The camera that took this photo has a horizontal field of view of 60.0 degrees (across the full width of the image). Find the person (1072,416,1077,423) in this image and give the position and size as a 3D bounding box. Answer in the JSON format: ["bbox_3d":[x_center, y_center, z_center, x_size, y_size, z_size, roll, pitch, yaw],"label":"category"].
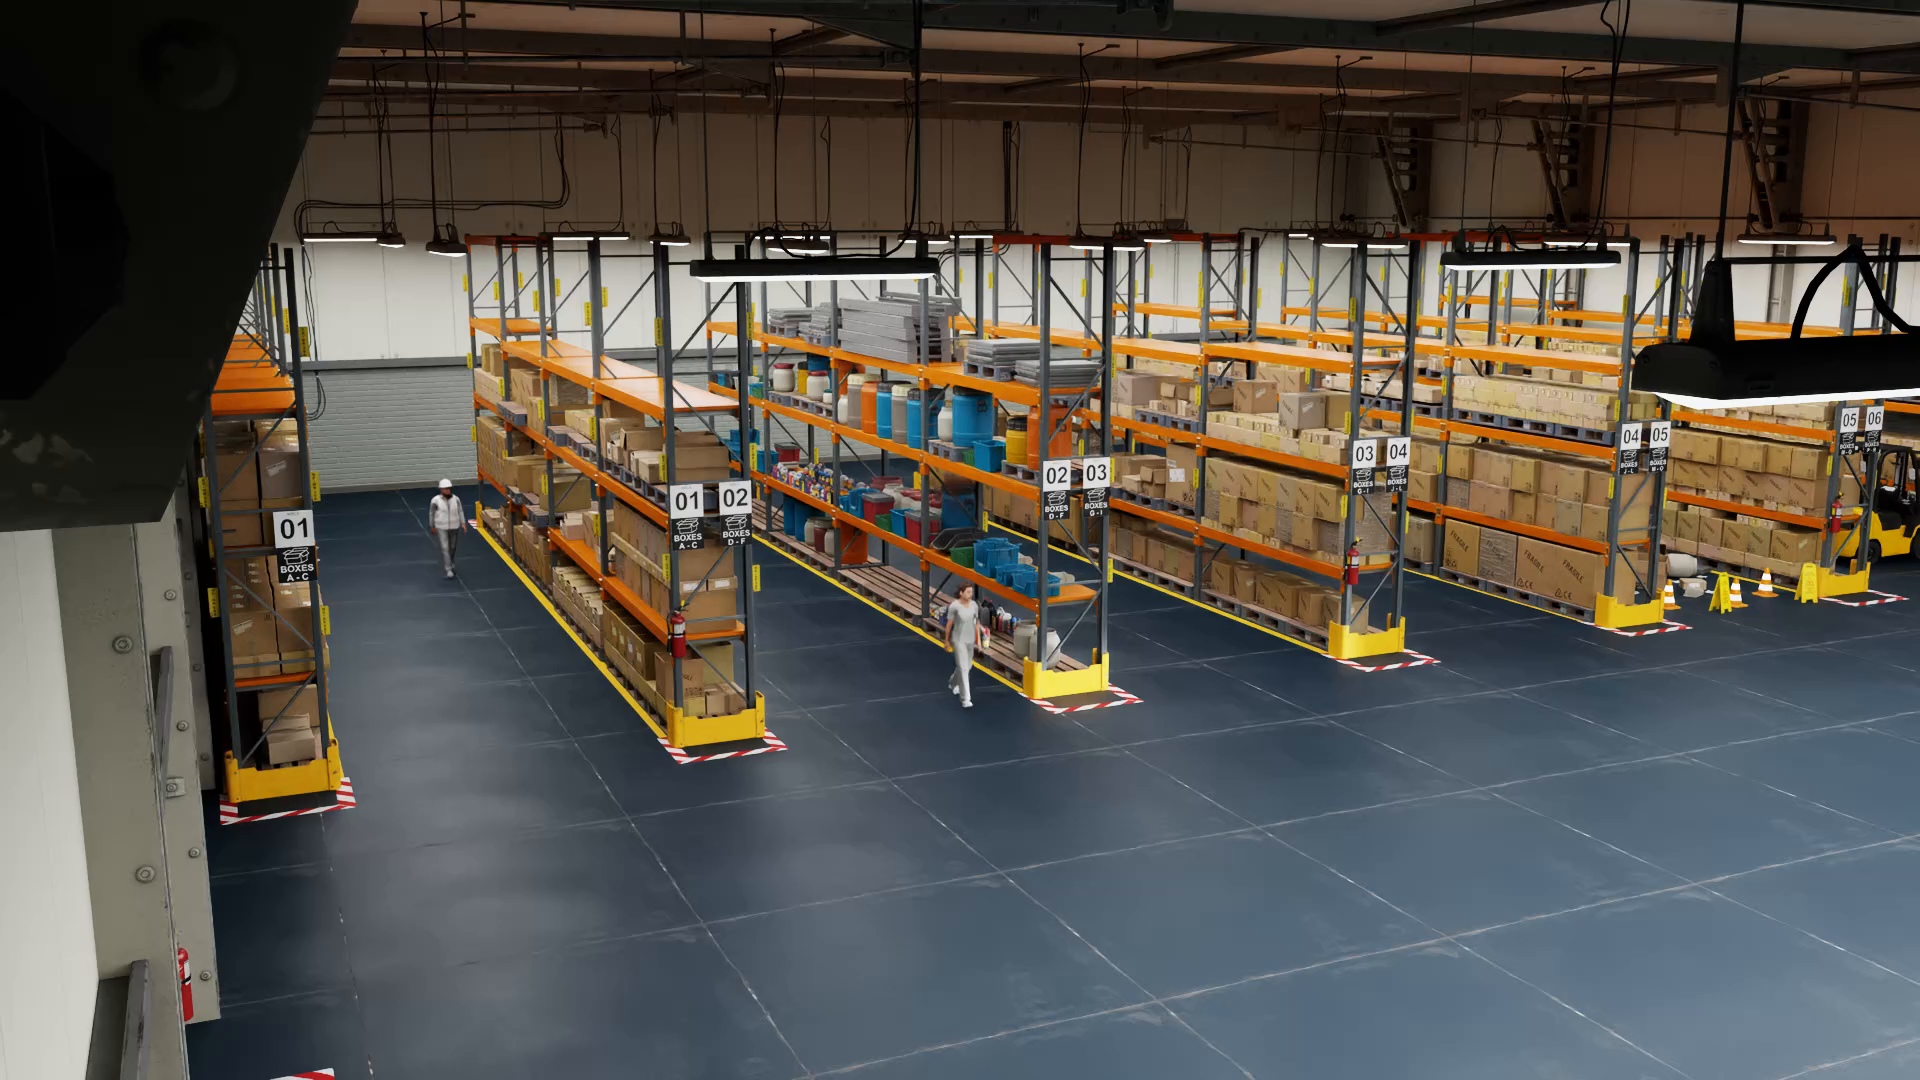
[{"bbox_3d":[2.740,-2.673,42.591,0.499,1.605,1.042,1,11,6],"label":"person"}]

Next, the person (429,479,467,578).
[{"bbox_3d":[-9.176,-0.241,29.783,0.603,1.718,1.068,-6,12,-26],"label":"person"}]

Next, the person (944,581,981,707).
[{"bbox_3d":[0.039,1.338,21.955,0.452,1.641,0.892,-7,13,-33],"label":"person"}]
